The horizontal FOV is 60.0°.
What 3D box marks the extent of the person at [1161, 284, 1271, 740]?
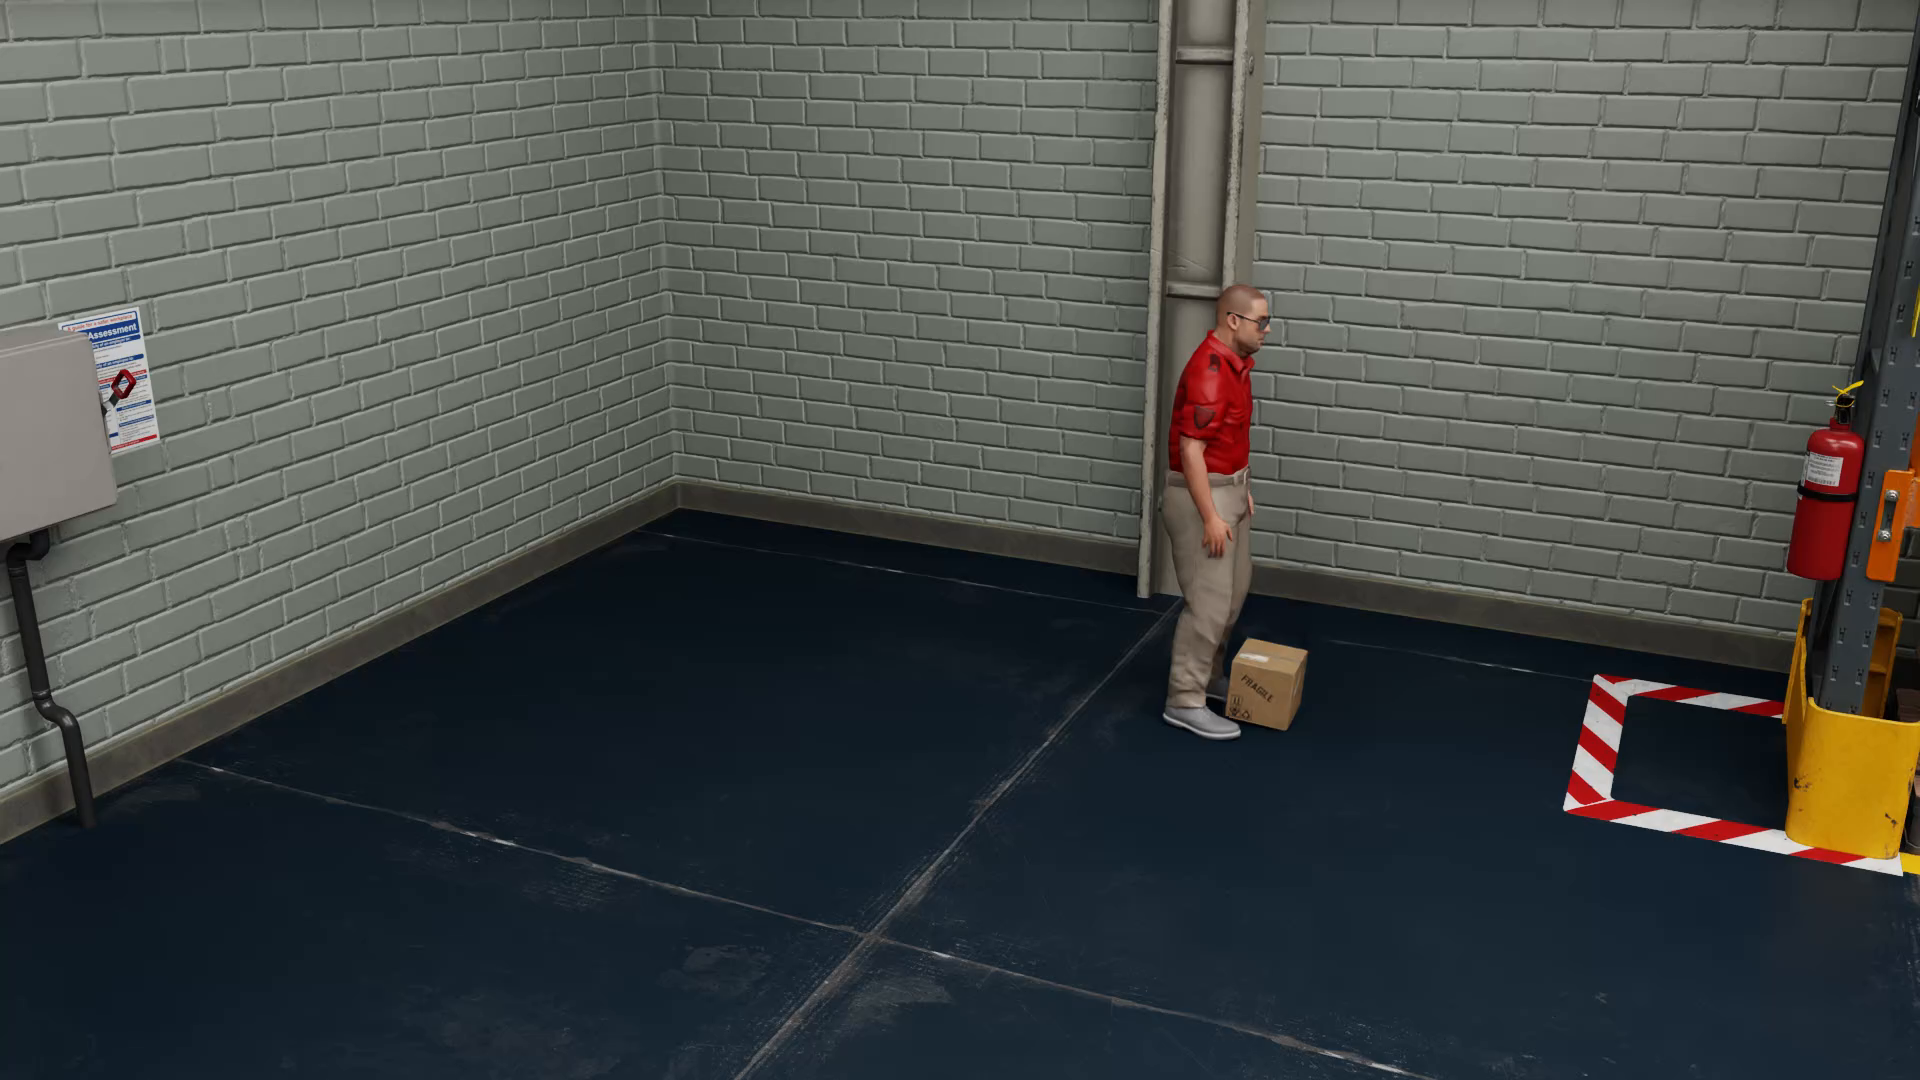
[{"bbox_3d":[0.998,-0.133,6.472,0.390,1.727,0.574,8,20,21],"label":"person"}]
